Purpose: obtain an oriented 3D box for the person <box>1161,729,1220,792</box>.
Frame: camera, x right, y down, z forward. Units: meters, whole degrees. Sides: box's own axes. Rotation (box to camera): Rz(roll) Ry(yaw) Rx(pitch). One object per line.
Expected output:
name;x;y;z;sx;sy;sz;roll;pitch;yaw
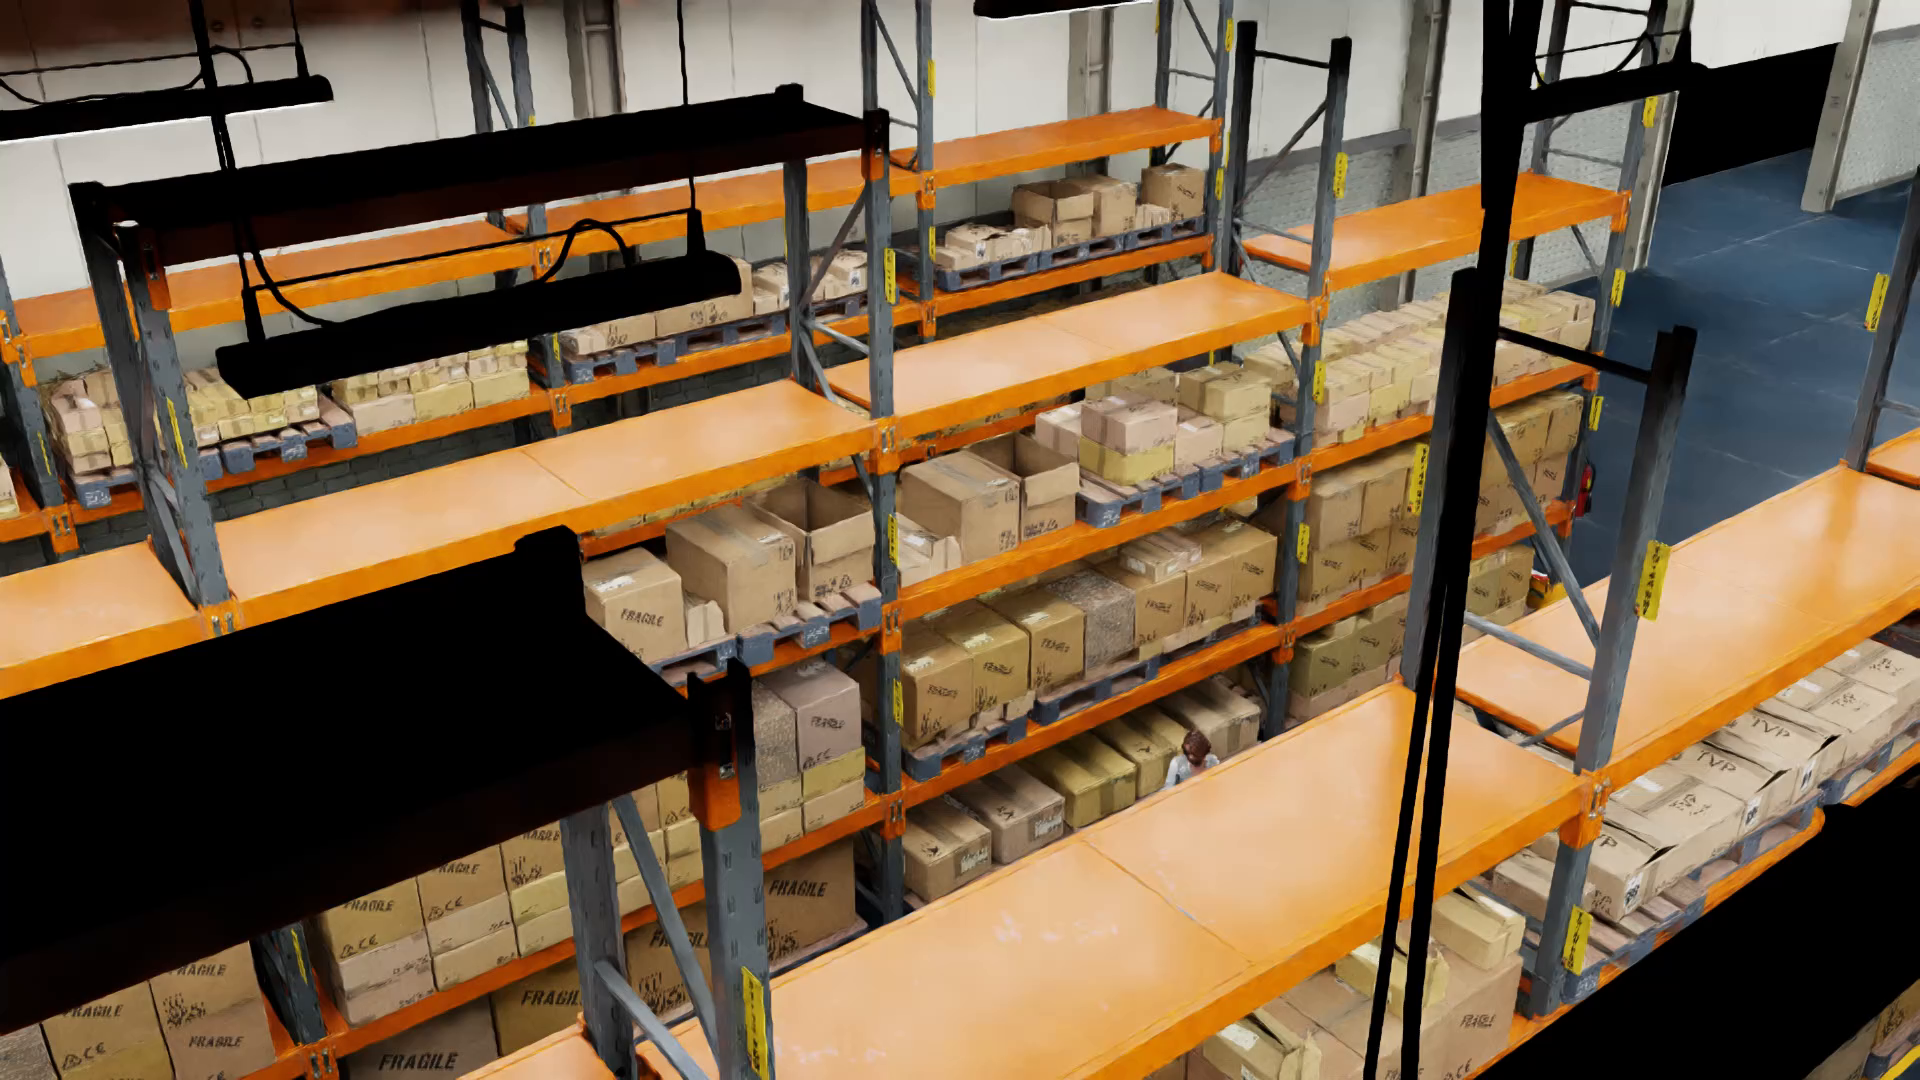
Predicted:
person;1.665;2.063;12.059;0.535;1.588;0.532;-5;27;-11
